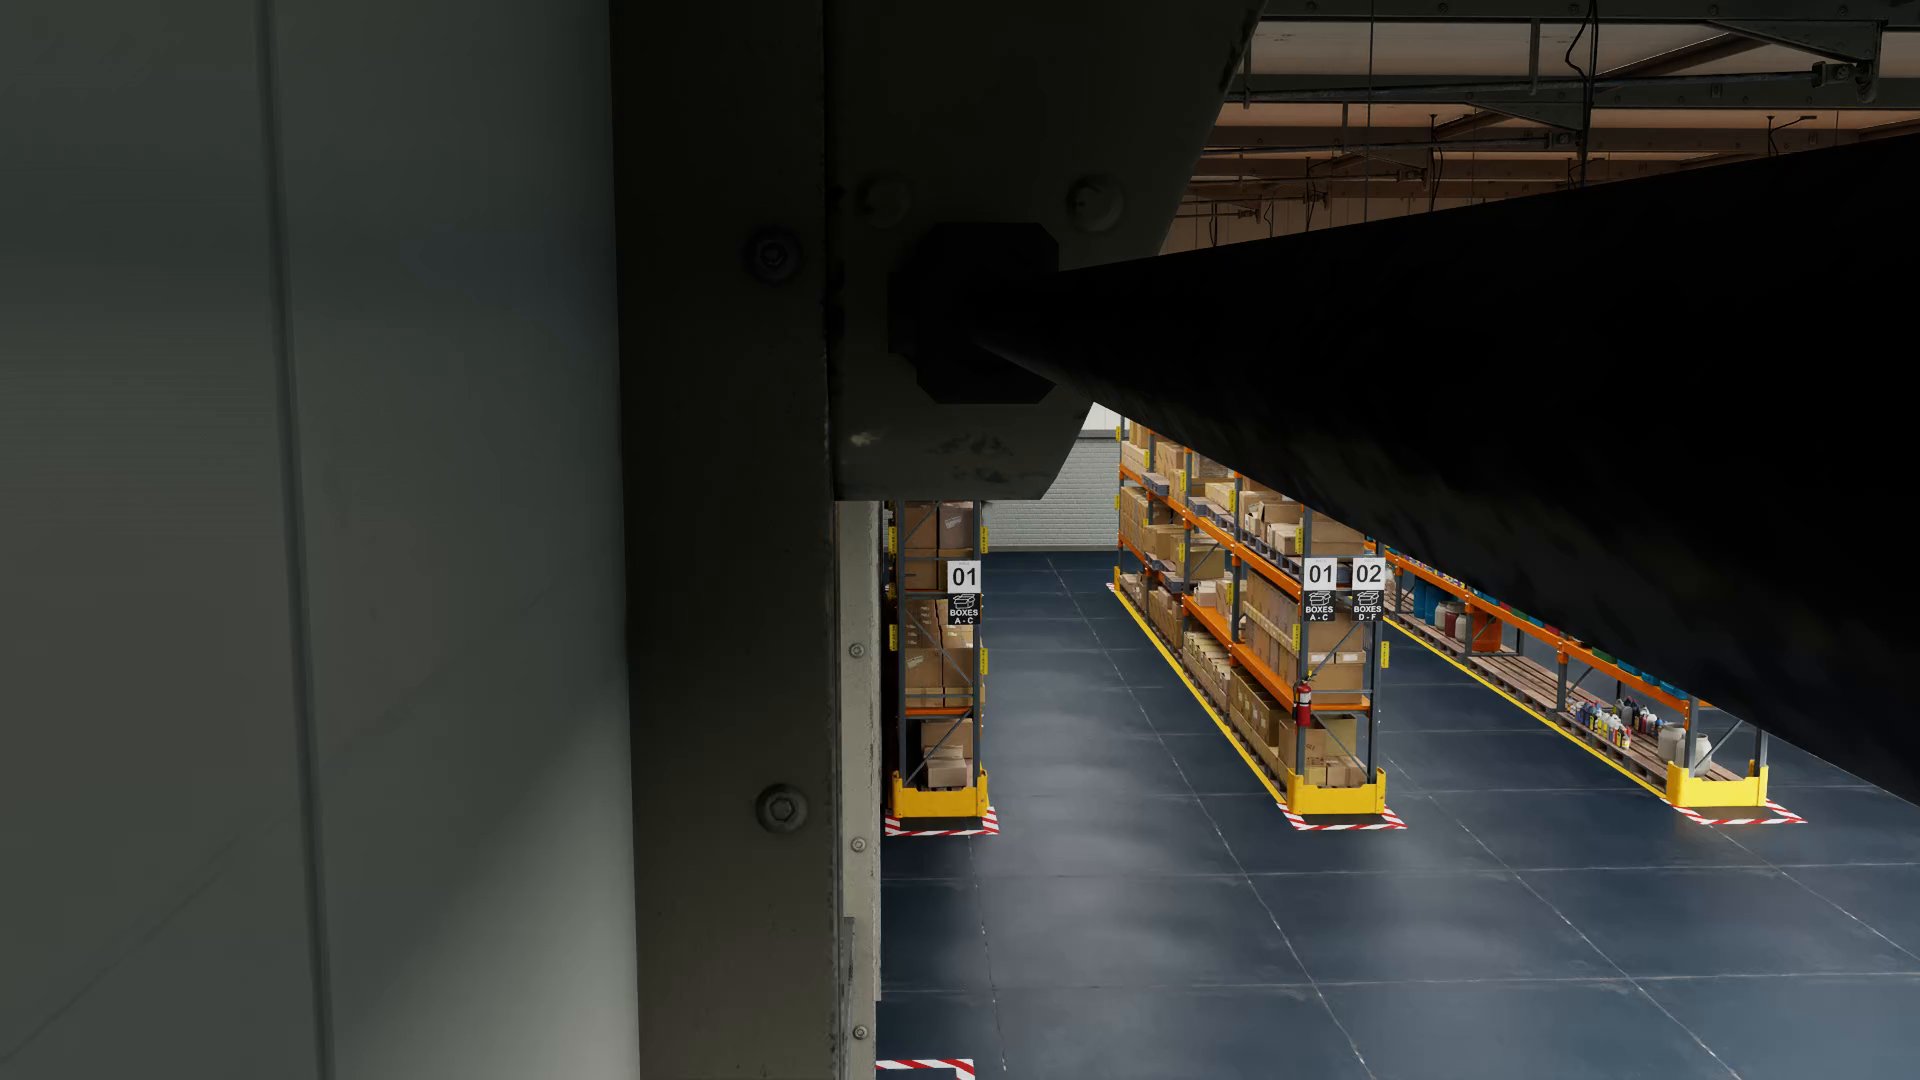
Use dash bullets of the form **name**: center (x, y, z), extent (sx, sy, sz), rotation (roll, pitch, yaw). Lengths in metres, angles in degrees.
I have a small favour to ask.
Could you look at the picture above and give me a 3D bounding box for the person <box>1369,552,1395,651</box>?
- **person**: center (7.589, 1.106, 30.338), extent (0.675, 1.830, 0.722), rotation (-1, 8, -5)
